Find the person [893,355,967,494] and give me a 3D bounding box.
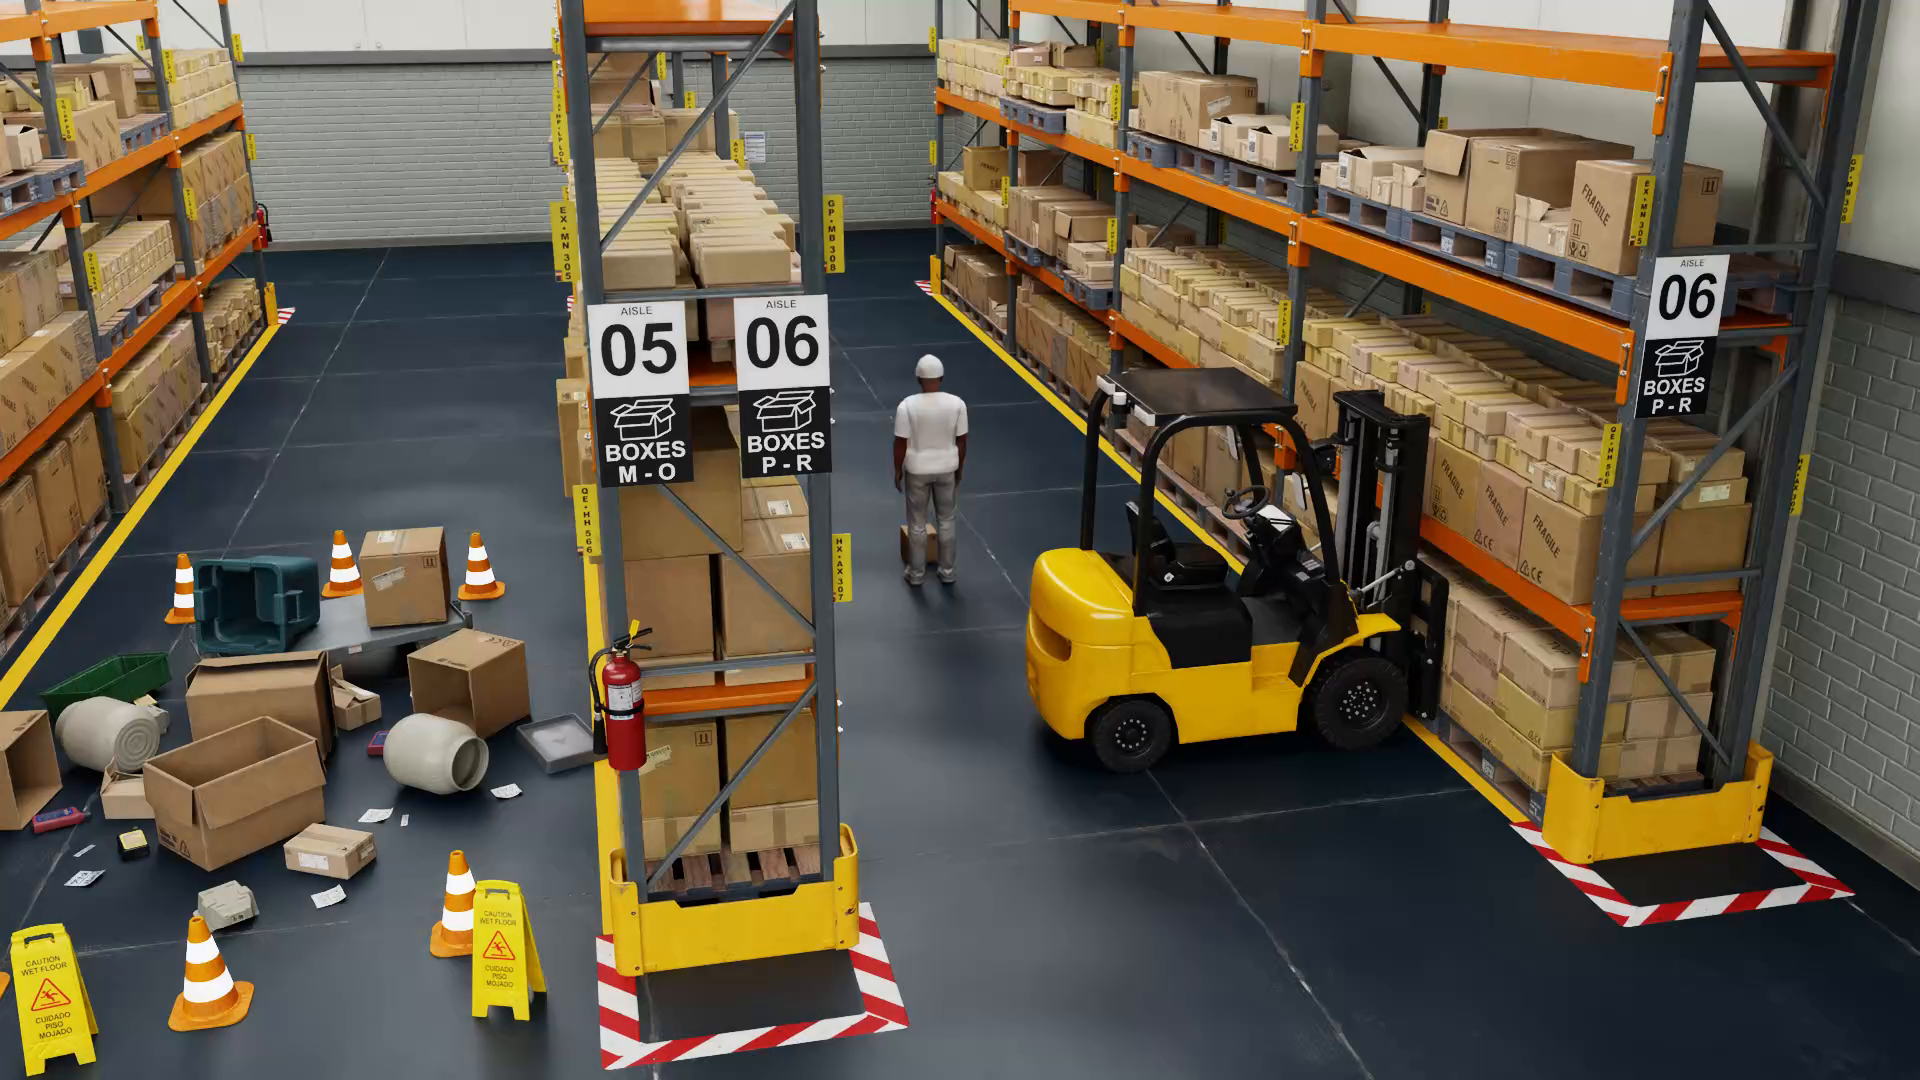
[{"bbox_3d":[-0.226,-0.855,12.380,0.560,1.065,0.344,-4,20,-11],"label":"person"}]
